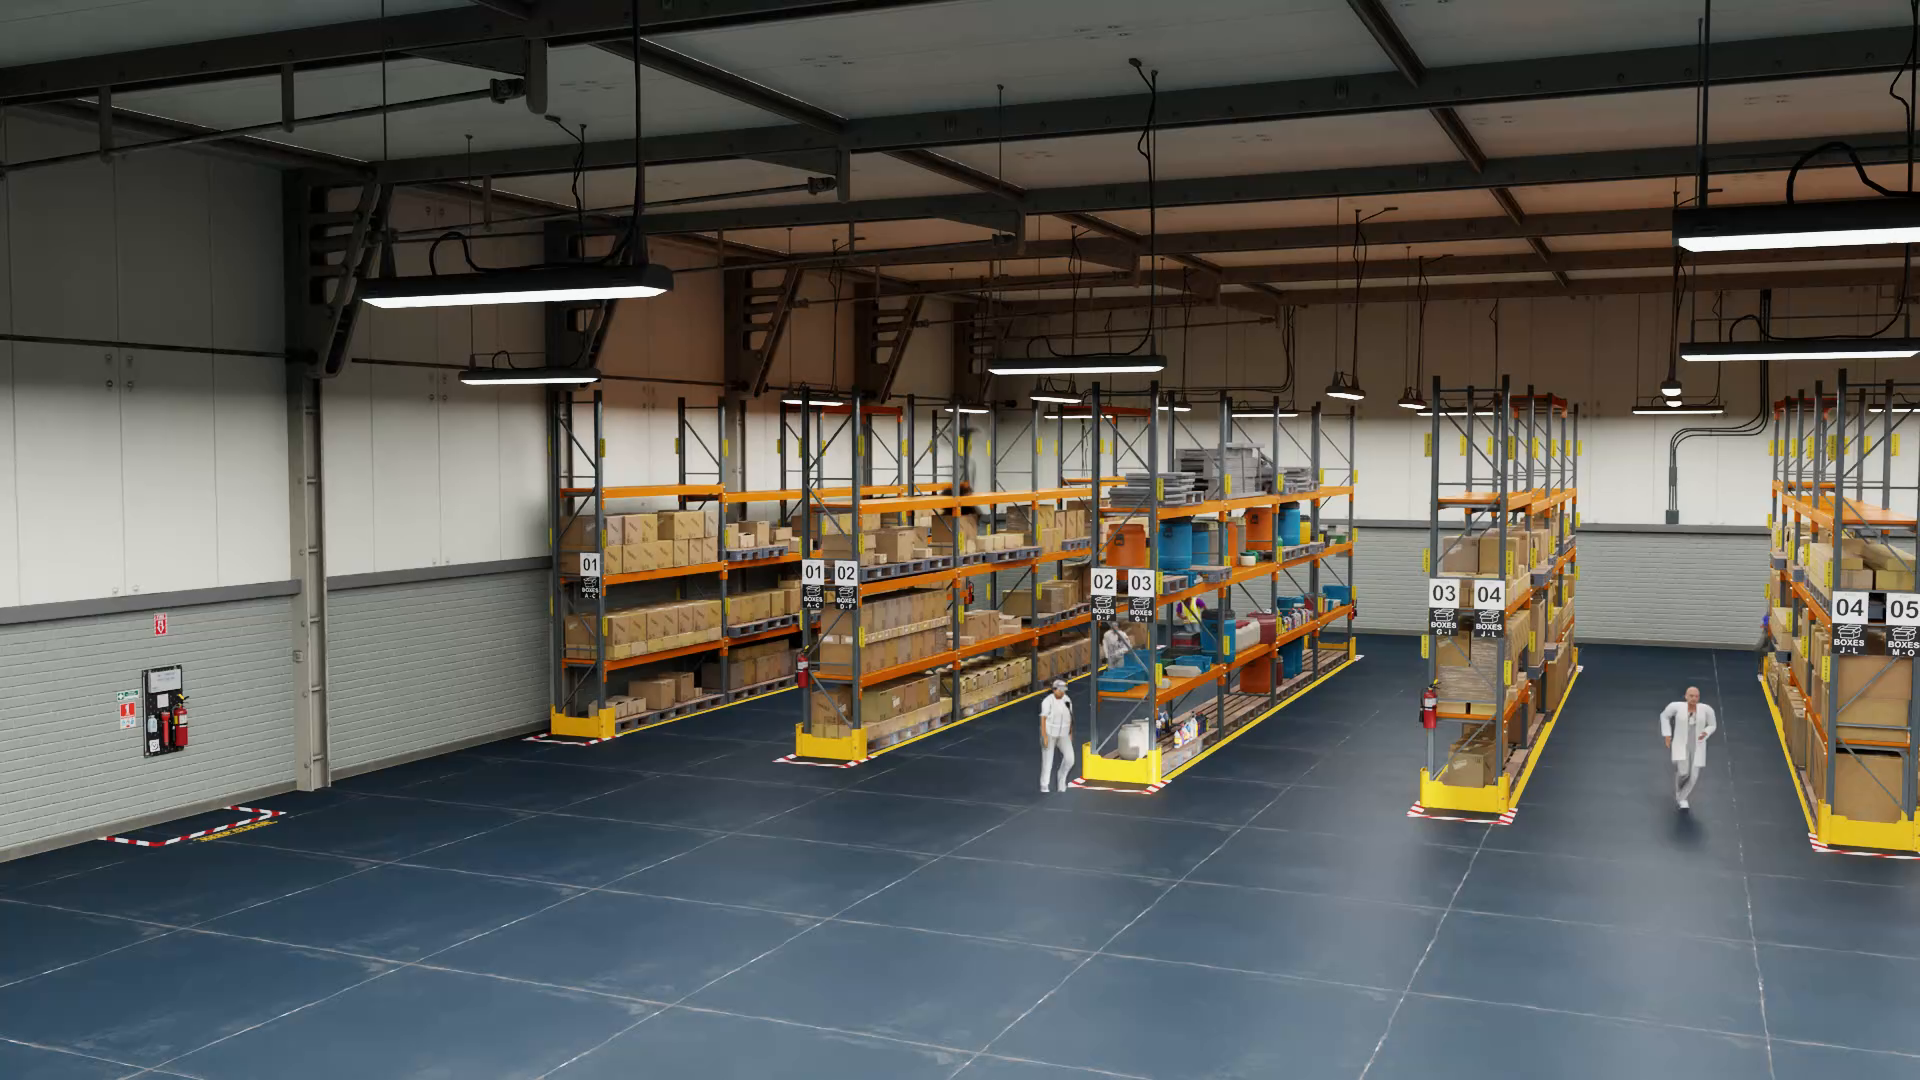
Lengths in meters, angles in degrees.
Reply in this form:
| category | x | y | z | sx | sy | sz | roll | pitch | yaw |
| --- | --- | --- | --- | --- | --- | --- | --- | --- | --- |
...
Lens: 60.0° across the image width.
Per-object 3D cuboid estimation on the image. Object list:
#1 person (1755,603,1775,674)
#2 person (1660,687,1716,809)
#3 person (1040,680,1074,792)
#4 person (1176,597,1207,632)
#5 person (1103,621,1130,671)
| category | x | y | z | sx | sy | sz | roll | pitch | yaw |
| --- | --- | --- | --- | --- | --- | --- | --- | --- | --- |
| person | 18.026 | 2.179 | 36.887 | 0.694 | 1.709 | 0.569 | -1 | 3 | -14 |
| person | 10.042 | 2.869 | 22.891 | 0.674 | 1.716 | 0.735 | 1 | 3 | 10 |
| person | 1.408 | 2.861 | 24.173 | 0.532 | 1.684 | 0.460 | -1 | 3 | -20 |
| person | 5.510 | 1.964 | 39.694 | 0.706 | 1.667 | 0.526 | 1 | 3 | 20 |
| person | 3.128 | 2.376 | 33.315 | 0.607 | 1.619 | 0.689 | 1 | 3 | 19 |
